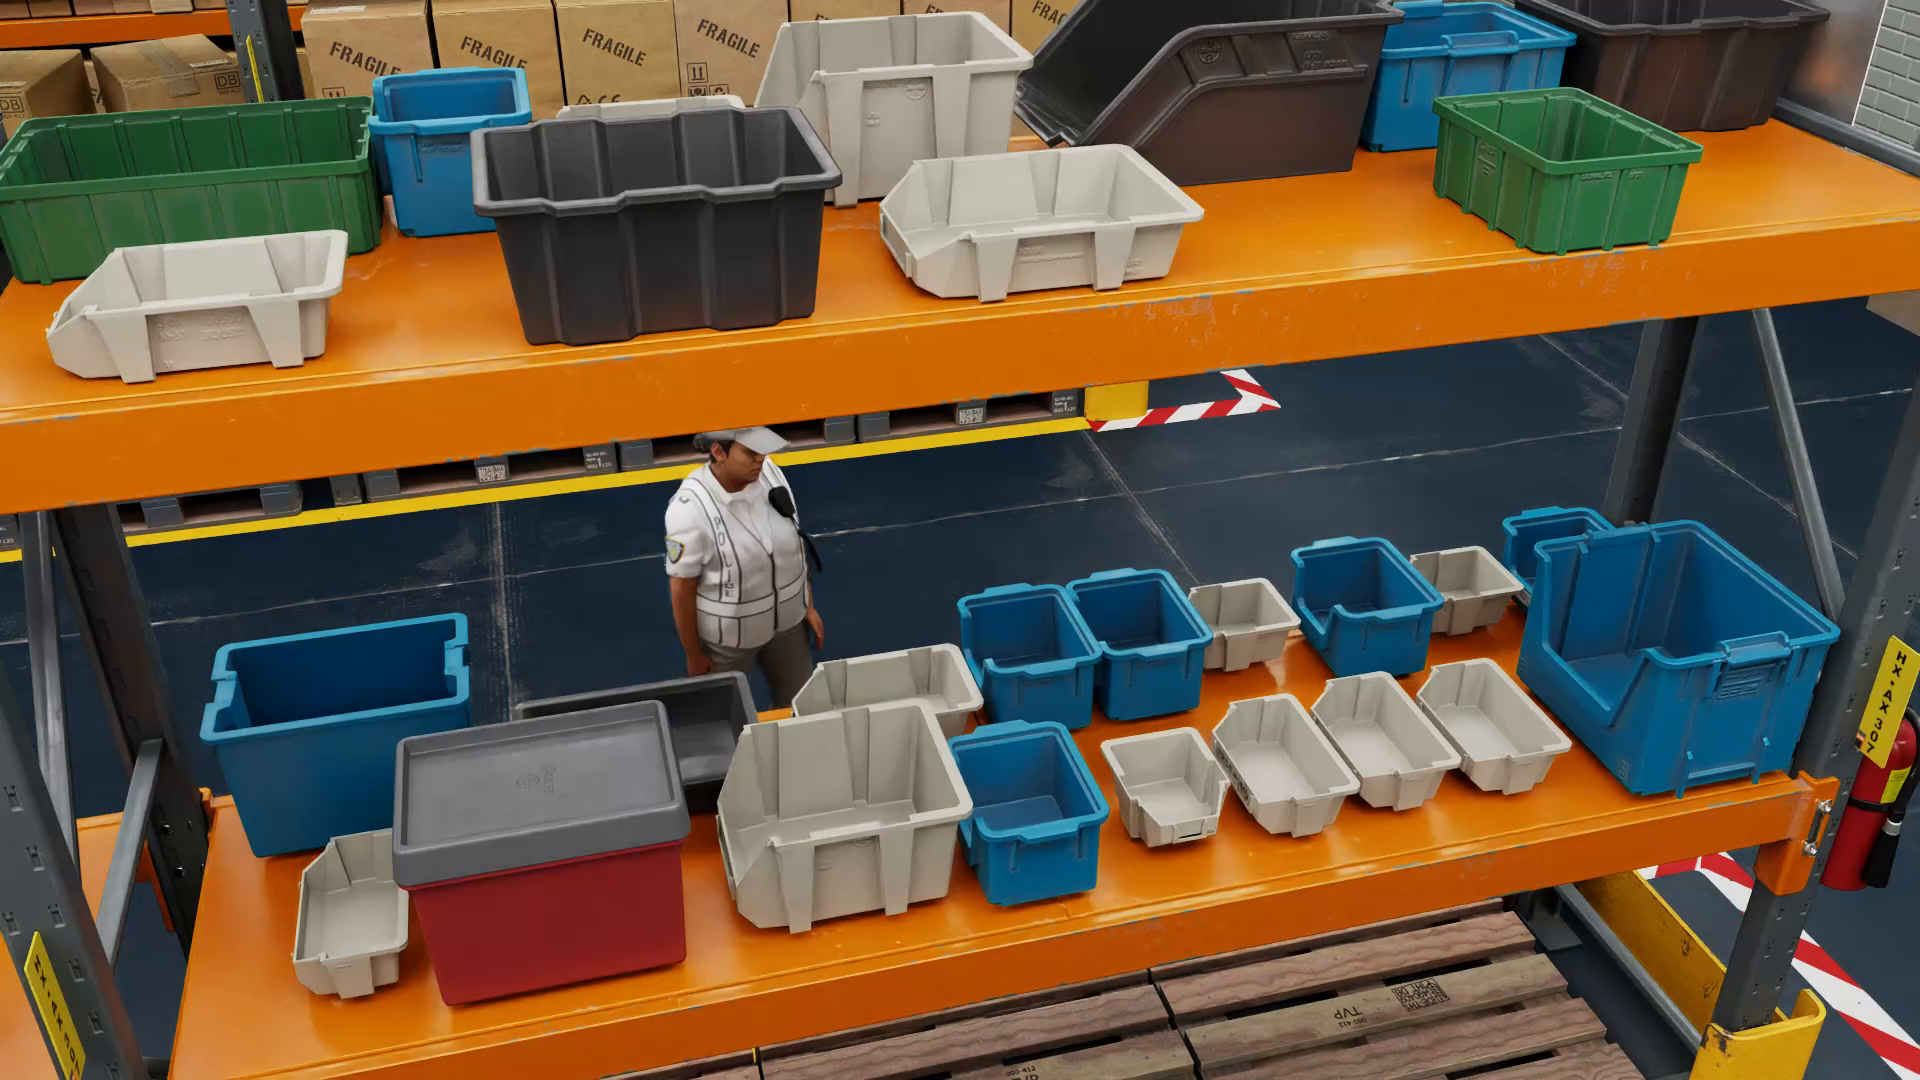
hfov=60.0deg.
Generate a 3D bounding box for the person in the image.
[{"bbox_3d":[-0.716,0.310,5.557,0.546,1.673,0.468,-24,38,-34],"label":"person"}]
